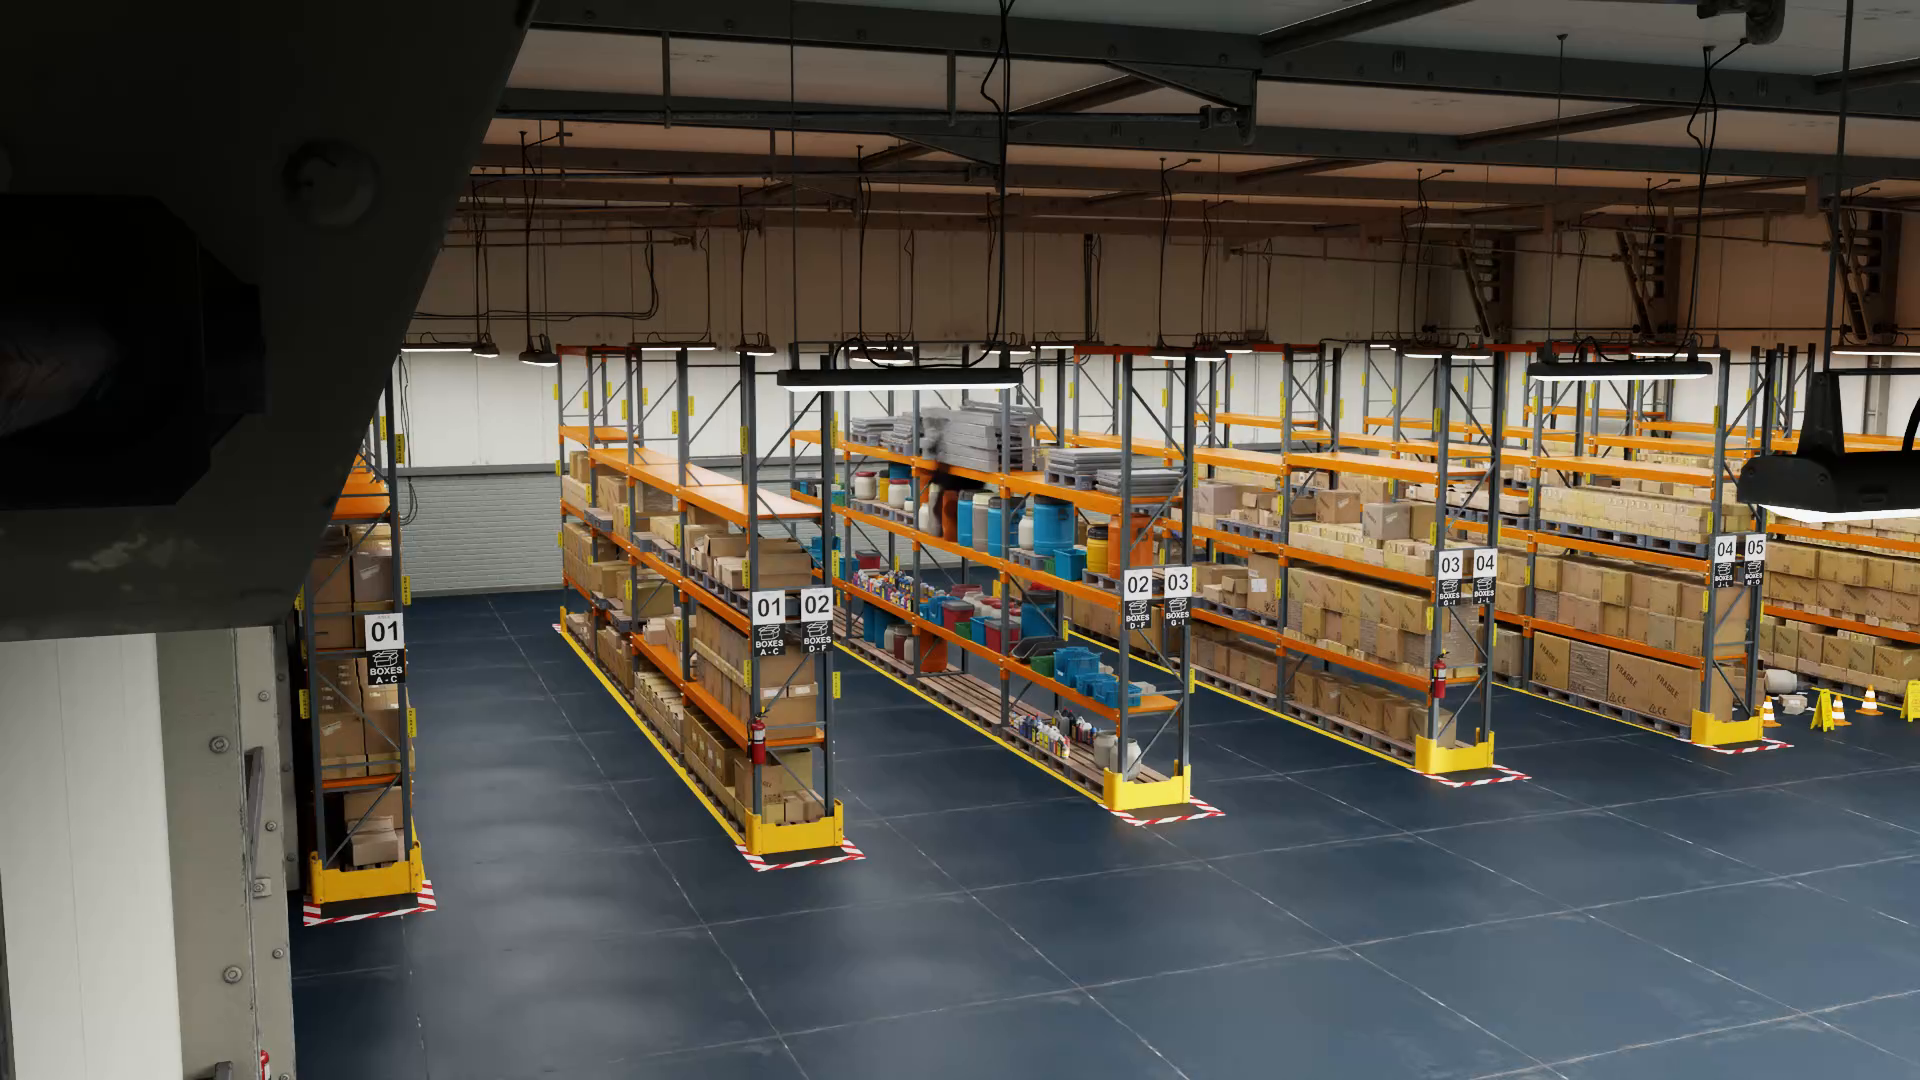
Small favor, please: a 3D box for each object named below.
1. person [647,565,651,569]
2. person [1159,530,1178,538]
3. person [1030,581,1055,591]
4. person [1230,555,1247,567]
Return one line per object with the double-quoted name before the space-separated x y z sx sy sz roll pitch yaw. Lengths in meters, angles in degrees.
"person" -6.551 0.919 36.064 0.534 1.717 0.760 3 8 21
"person" 5.010 0.319 40.961 0.875 1.603 0.638 -5 9 -37
"person" 1.524 1.324 30.647 0.608 1.778 0.874 -4 8 -29
"person" 6.922 0.242 41.275 0.674 1.789 0.681 5 9 33
